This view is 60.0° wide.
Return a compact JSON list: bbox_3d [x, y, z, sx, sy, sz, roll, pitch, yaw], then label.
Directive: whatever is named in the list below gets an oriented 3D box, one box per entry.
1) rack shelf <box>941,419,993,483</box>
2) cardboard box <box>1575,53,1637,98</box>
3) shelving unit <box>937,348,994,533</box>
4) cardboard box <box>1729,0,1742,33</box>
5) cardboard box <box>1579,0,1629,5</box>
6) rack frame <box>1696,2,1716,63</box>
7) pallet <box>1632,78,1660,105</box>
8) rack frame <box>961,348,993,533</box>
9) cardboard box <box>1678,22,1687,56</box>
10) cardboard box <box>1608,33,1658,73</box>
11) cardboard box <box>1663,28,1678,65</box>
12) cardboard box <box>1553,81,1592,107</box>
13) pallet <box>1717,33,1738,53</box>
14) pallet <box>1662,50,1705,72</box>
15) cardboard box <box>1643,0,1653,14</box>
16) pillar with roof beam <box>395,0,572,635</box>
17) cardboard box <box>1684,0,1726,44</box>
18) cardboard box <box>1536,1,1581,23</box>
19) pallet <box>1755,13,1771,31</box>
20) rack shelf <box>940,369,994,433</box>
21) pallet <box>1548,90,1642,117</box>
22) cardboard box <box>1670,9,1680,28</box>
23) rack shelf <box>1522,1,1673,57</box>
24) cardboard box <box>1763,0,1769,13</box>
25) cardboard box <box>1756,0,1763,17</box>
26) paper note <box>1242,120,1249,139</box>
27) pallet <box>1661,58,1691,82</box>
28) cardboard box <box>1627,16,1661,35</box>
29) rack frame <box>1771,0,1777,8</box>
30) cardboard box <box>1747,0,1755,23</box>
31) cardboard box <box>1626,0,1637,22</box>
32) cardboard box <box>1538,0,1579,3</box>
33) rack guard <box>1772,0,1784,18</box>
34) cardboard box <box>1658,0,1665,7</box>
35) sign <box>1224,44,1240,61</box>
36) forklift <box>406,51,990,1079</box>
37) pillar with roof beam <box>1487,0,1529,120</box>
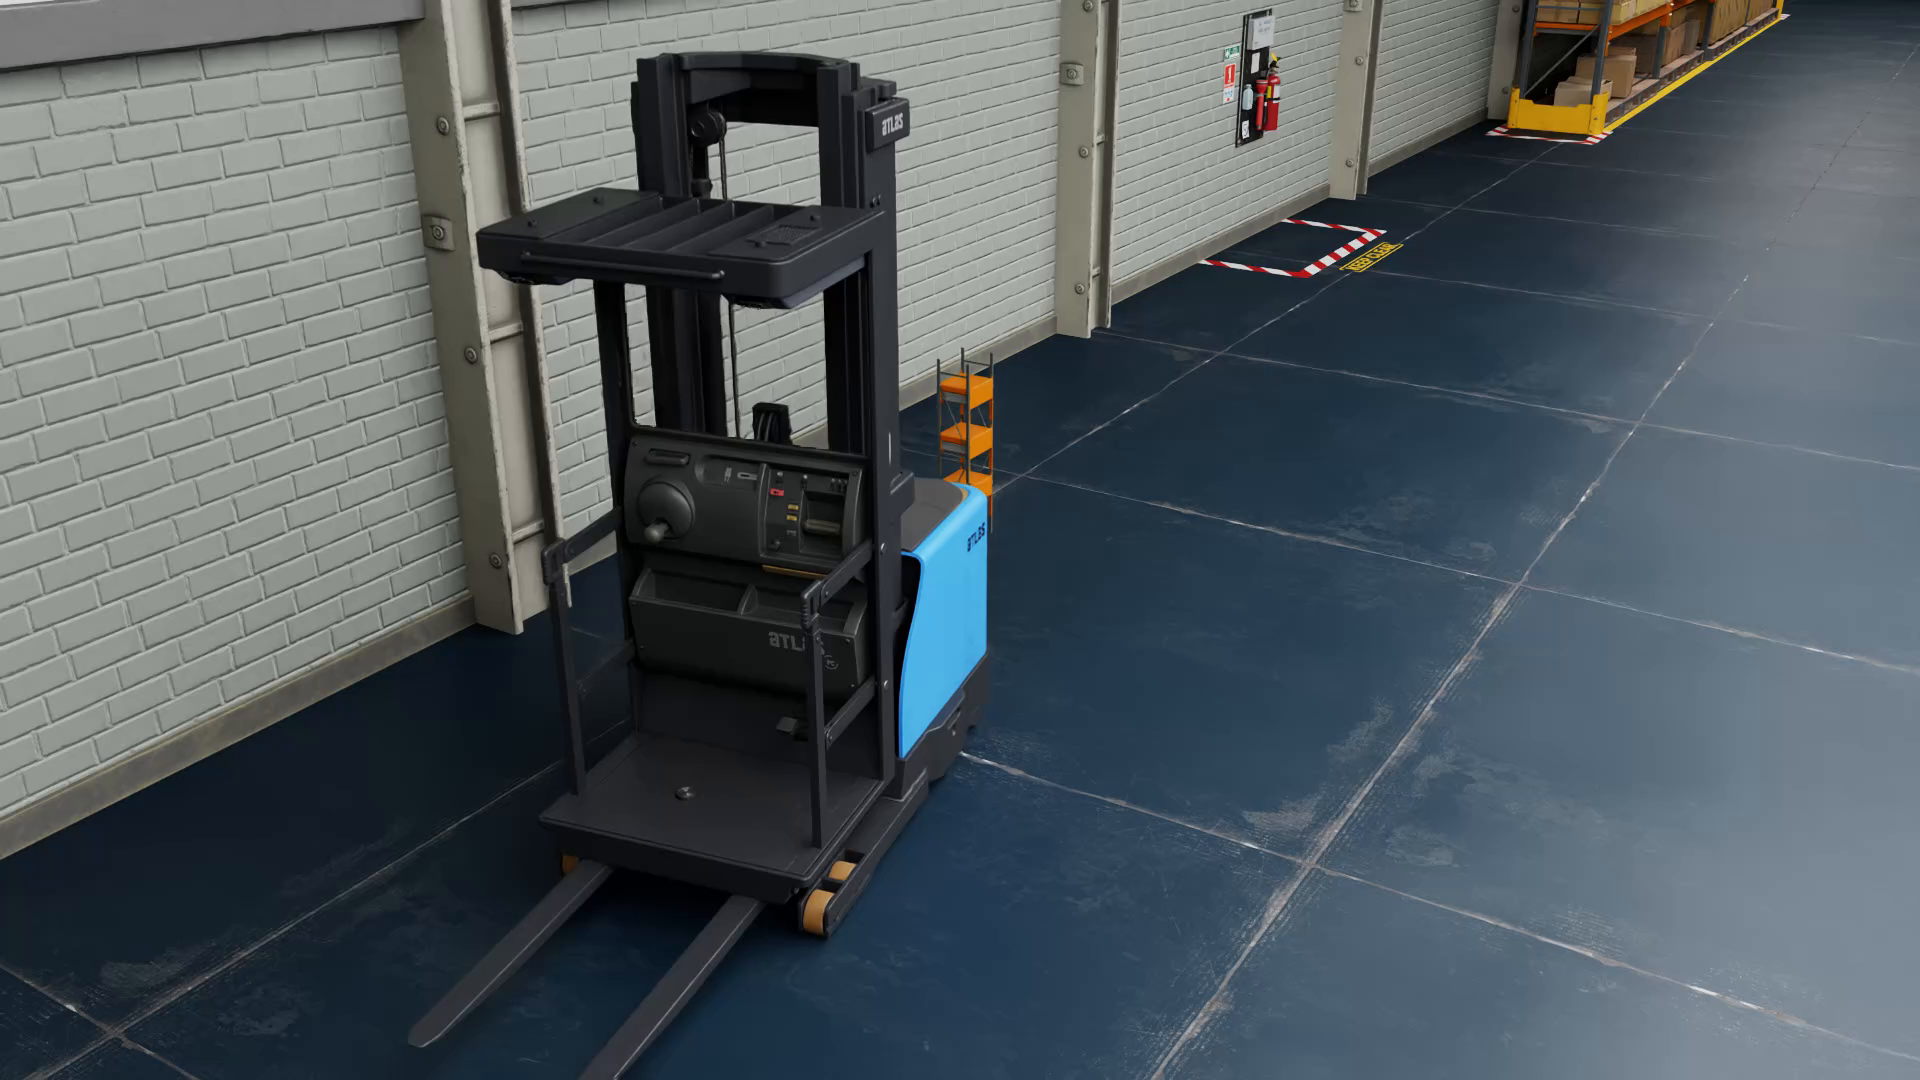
[{"bbox_3d":[0.028,-0.490,9.087,0.215,0.259,0.240,14,27,29],"label":"rack shelf"},{"bbox_3d":[8.824,-6.364,22.769,0.700,0.500,0.500,12,26,26],"label":"cardboard box"},{"bbox_3d":[0.028,-0.500,9.083,0.215,1.050,0.252,14,27,29],"label":"shelving unit"},{"bbox_3d":[13.284,-9.375,29.306,0.750,0.750,0.750,15,27,31],"label":"cardboard box"},{"bbox_3d":[8.160,-7.048,20.975,0.500,0.500,0.500,14,27,29],"label":"cardboard box"},{"bbox_3d":[11.873,-9.366,27.108,1.000,3.000,0.127,14,27,29],"label":"rack frame"},{"bbox_3d":[9.439,-6.502,24.003,1.003,0.211,1.213,14,27,29],"label":"pallet"},{"bbox_3d":[0.093,-0.541,9.178,0.200,1.050,0.008,14,27,29],"label":"rack frame"},{"bbox_3d":[11.167,-8.017,26.586,0.700,0.500,0.500,14,27,29],"label":"cardboard box"},{"bbox_3d":[10.137,-7.322,24.981,0.700,0.500,0.500,15,28,31],"label":"cardboard box"},{"bbox_3d":[10.670,-7.671,25.786,0.700,0.500,0.500,14,27,30],"label":"cardboard box"},{"bbox_3d":[8.094,-5.848,21.814,0.500,0.311,0.500,11,26,23],"label":"cardboard box"},{"bbox_3d":[12.997,-8.746,29.188,1.003,0.211,1.213,14,27,29],"label":"pallet"},{"bbox_3d":[11.459,-7.822,27.054,1.003,0.211,1.213,14,27,29],"label":"pallet"},{"bbox_3d":[8.984,-7.223,22.323,0.500,0.250,0.500,14,27,29],"label":"cardboard box"},{"bbox_3d":[1.450,-2.859,4.526,9.100,9.000,0.400,14,27,29],"label":"pillar with roof beam"},{"bbox_3d":[12.372,-8.792,27.962,0.750,0.750,0.750,13,27,28],"label":"cardboard box"},{"bbox_3d":[7.735,-6.804,21.355,0.500,0.250,0.500,14,27,30],"label":"cardboard box"},{"bbox_3d":[15.093,-10.090,32.291,1.003,0.211,1.213,14,27,29],"label":"pallet"},{"bbox_3d":[0.028,-0.751,8.975,0.215,0.259,0.240,14,27,29],"label":"rack shelf"},{"bbox_3d":[8.796,-6.088,23.048,1.003,0.211,1.213,14,27,29],"label":"pallet"},{"bbox_3d":[10.916,-8.157,25.965,0.500,0.250,0.500,14,27,29],"label":"cardboard box"},{"bbox_3d":[8.708,-7.010,22.573,1.077,0.370,4.000,14,27,29],"label":"rack shelf"},{"bbox_3d":[15.545,-10.685,32.774,0.700,0.500,0.500,14,27,29],"label":"cardboard box"},{"bbox_3d":[15.005,-10.334,31.963,0.700,0.500,0.500,15,27,30],"label":"cardboard box"},{"bbox_3d":[2.634,-3.782,15.320,0.016,0.148,0.142,14,27,29],"label":"paper note"},{"bbox_3d":[10.815,-7.412,26.106,1.003,0.211,1.213,14,27,29],"label":"pallet"},{"bbox_3d":[10.366,-7.816,25.177,0.500,0.250,0.500,13,27,28],"label":"cardboard box"},{"bbox_3d":[16.093,-12.066,33.345,1.000,3.000,0.127,14,27,29],"label":"rack frame"},{"bbox_3d":[14.464,-9.992,31.174,0.700,0.500,0.500,14,27,30],"label":"cardboard box"},{"bbox_3d":[8.442,-6.882,21.536,0.500,0.250,0.500,13,27,27],"label":"cardboard box"},{"bbox_3d":[7.721,-7.154,21.218,0.500,0.500,0.500,14,27,28],"label":"cardboard box"},{"bbox_3d":[16.105,-10.927,33.861,1.175,0.500,0.348,14,27,29],"label":"rack guard"},{"bbox_3d":[9.501,-7.566,23.115,0.500,0.250,0.500,14,27,29],"label":"cardboard box"},{"bbox_3d":[2.417,-4.326,14.755,0.001,0.109,0.331,14,27,29],"label":"sign"},{"bbox_3d":[-0.862,-0.109,5.811,1.130,2.935,3.031,8,25,19],"label":"forklift"},{"bbox_3d":[10.945,-8.934,18.560,9.100,9.000,0.400,14,27,29],"label":"pillar with roof beam"}]
